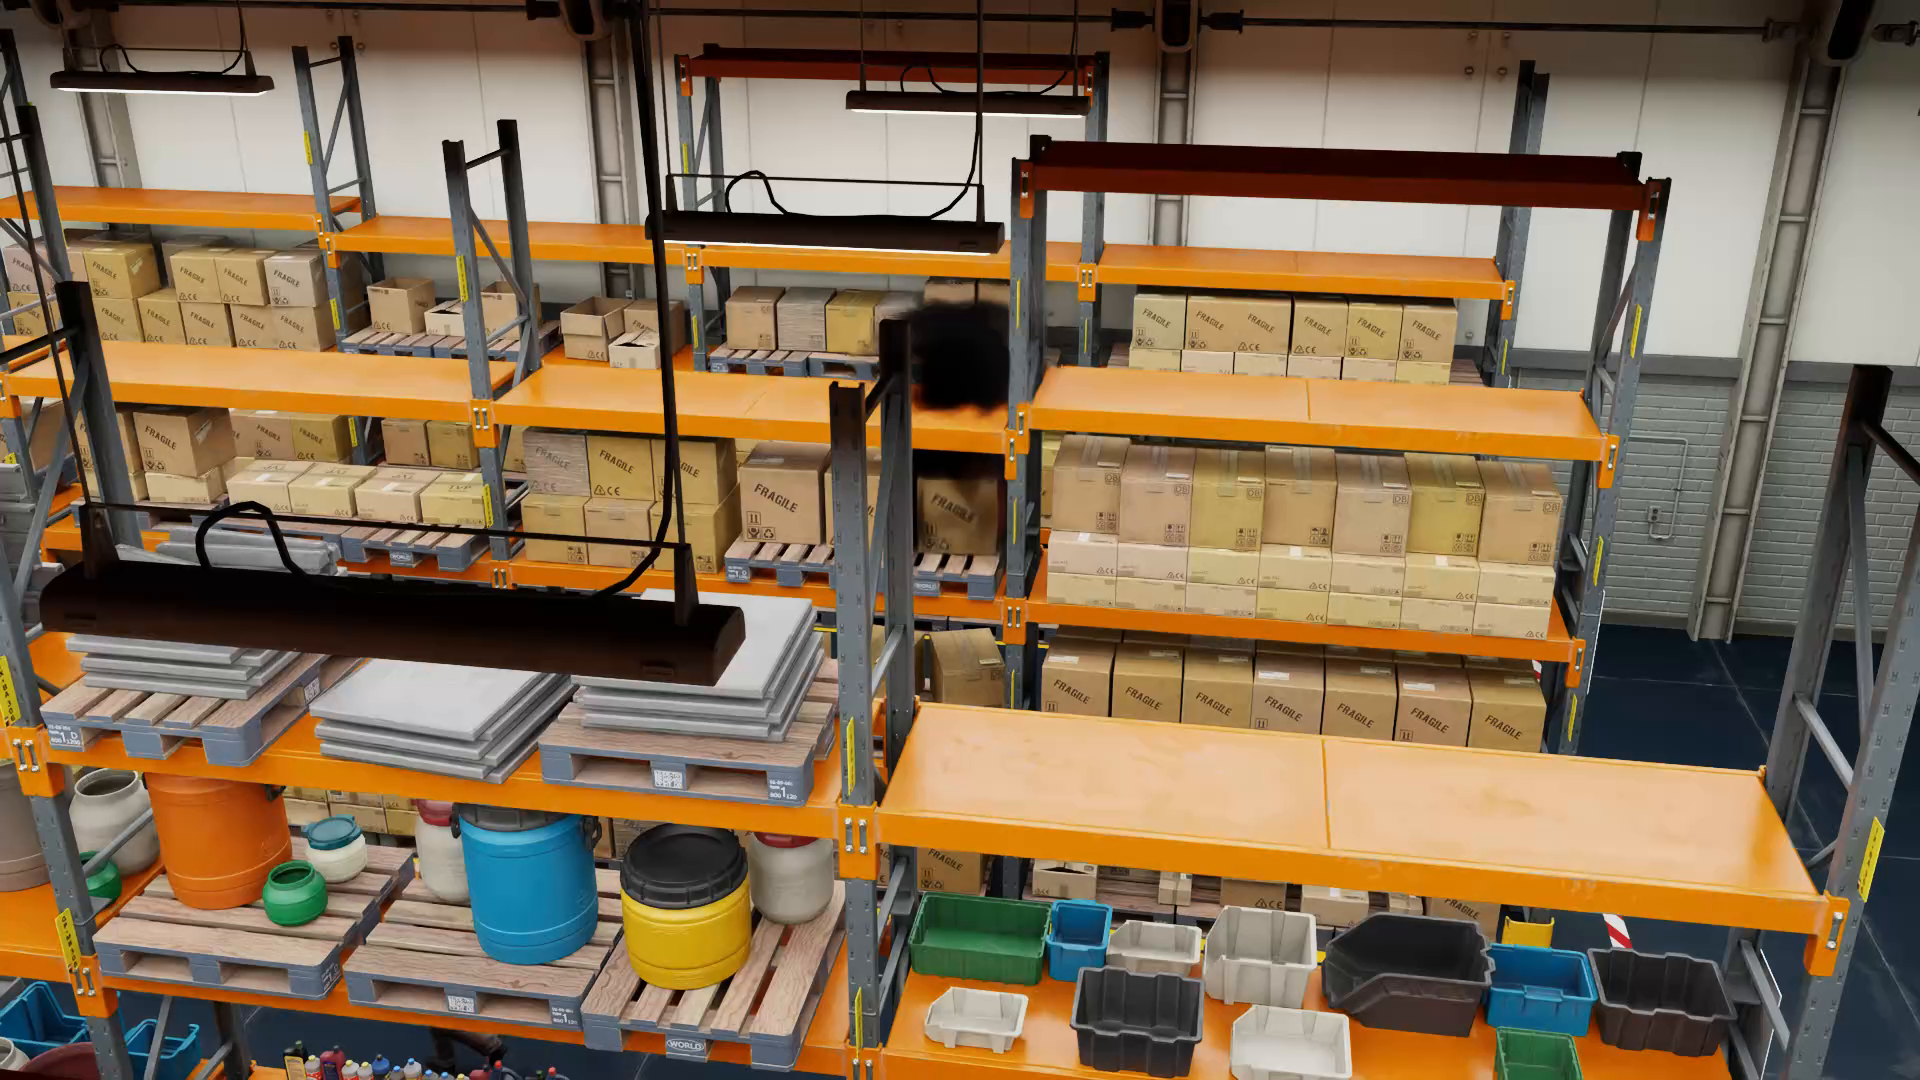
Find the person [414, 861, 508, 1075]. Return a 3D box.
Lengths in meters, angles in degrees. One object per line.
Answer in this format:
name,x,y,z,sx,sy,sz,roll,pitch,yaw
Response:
person,-3.442,2.958,11.275,0.698,1.700,0.652,8,24,18
